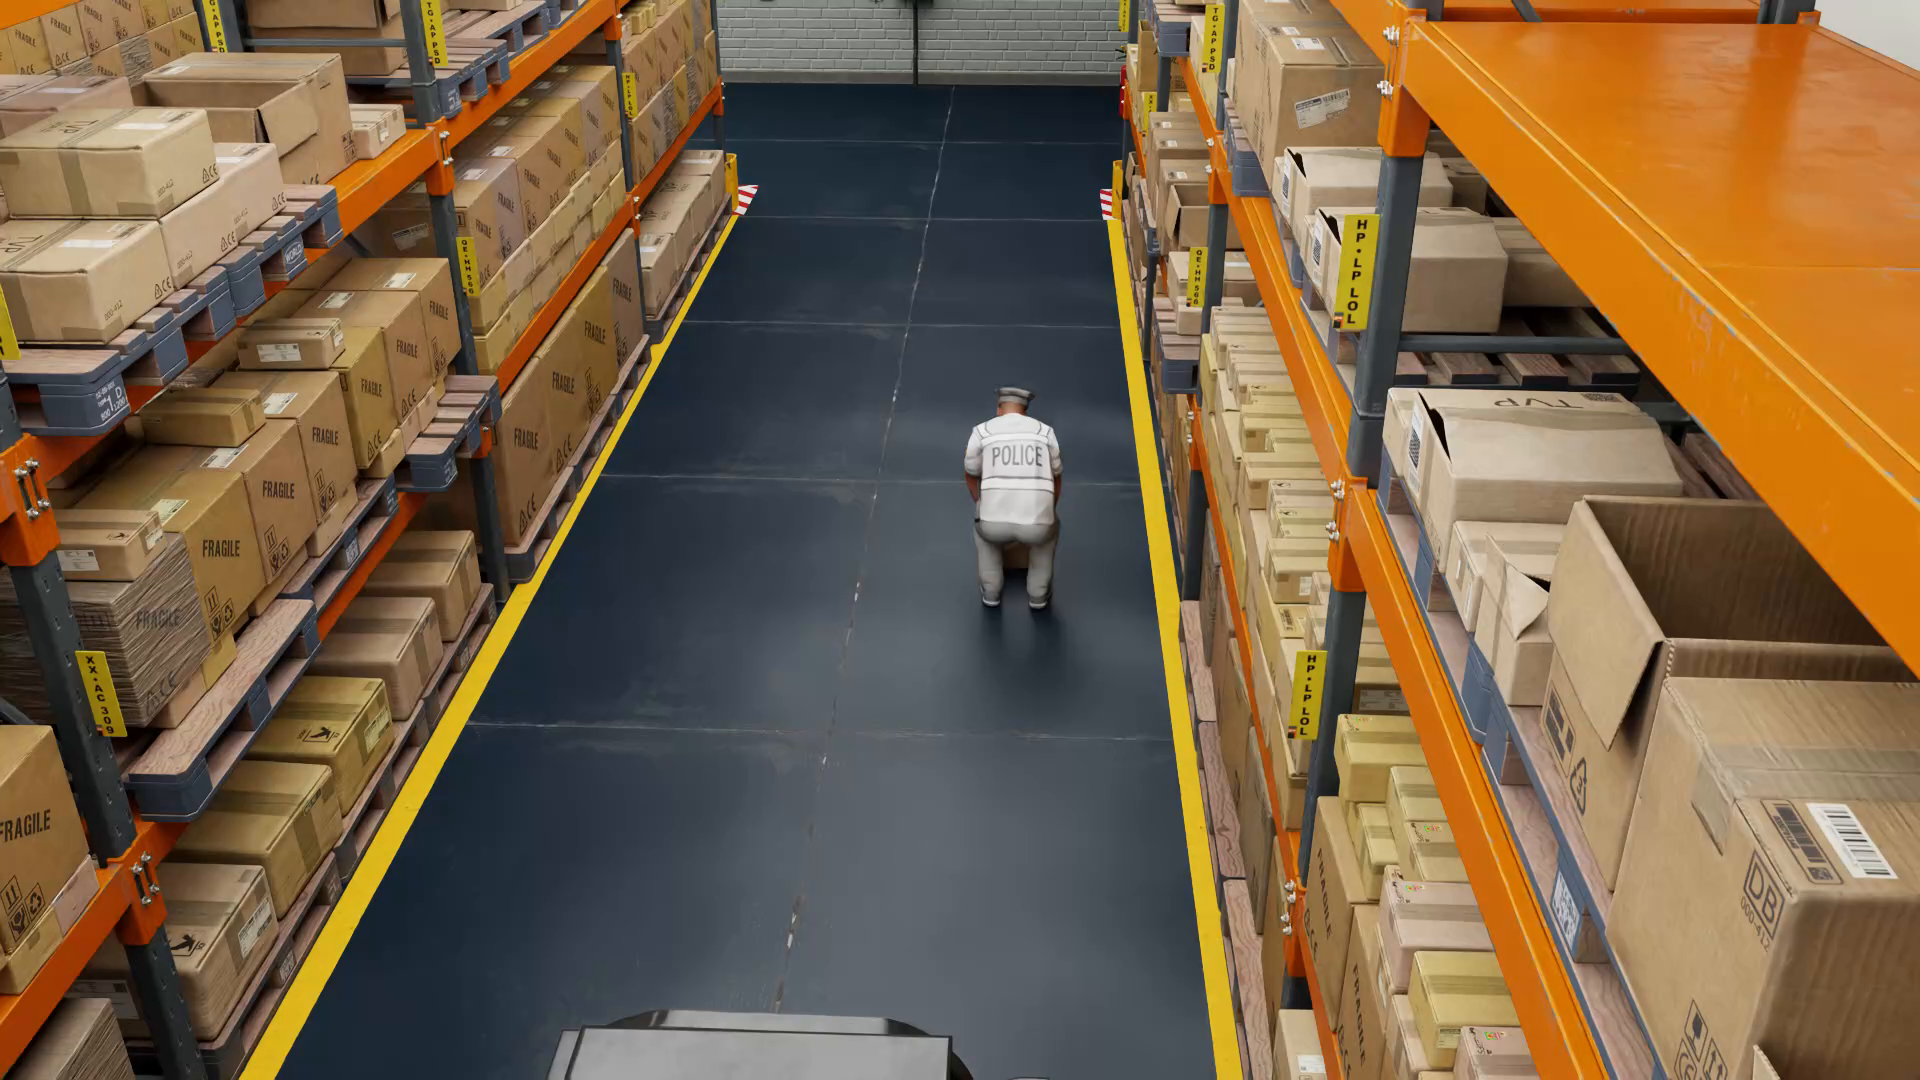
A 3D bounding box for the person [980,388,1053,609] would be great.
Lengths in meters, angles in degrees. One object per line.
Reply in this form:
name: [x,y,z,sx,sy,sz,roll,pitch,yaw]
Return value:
person: [0.350,-0.276,9.758,0.430,1.177,0.720,3,28,5]
